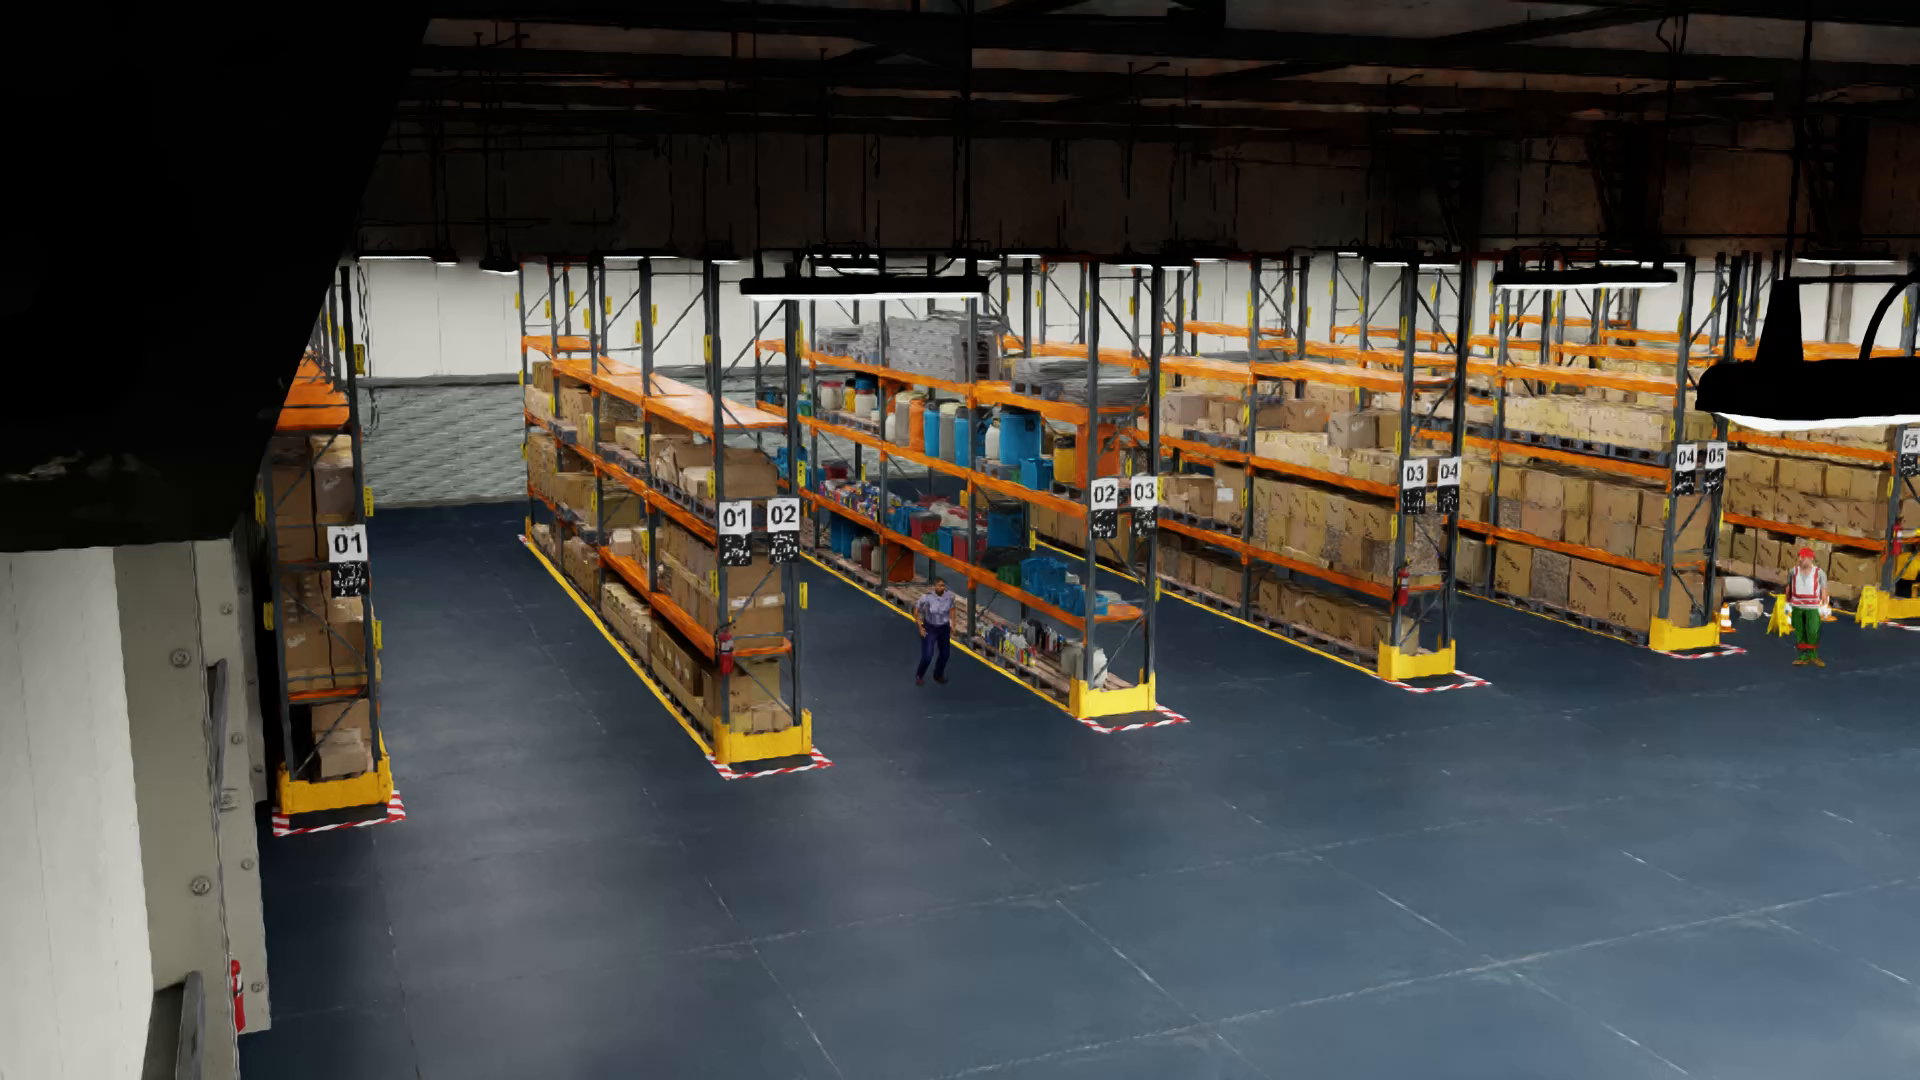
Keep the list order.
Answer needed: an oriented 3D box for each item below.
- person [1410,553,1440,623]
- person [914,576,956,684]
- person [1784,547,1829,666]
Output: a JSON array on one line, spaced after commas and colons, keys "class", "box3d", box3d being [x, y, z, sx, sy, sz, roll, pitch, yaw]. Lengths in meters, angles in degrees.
[{"class": "person", "box3d": [7.703, 0.542, 27.582, 0.443, 1.587, 1.000, -3, 11, -13]}, {"class": "person", "box3d": [-0.354, 1.282, 23.690, 0.625, 1.581, 0.517, -5, 11, -24]}, {"class": "person", "box3d": [12.546, 0.989, 24.624, 0.624, 1.783, 0.388, 8, 13, 36]}]
